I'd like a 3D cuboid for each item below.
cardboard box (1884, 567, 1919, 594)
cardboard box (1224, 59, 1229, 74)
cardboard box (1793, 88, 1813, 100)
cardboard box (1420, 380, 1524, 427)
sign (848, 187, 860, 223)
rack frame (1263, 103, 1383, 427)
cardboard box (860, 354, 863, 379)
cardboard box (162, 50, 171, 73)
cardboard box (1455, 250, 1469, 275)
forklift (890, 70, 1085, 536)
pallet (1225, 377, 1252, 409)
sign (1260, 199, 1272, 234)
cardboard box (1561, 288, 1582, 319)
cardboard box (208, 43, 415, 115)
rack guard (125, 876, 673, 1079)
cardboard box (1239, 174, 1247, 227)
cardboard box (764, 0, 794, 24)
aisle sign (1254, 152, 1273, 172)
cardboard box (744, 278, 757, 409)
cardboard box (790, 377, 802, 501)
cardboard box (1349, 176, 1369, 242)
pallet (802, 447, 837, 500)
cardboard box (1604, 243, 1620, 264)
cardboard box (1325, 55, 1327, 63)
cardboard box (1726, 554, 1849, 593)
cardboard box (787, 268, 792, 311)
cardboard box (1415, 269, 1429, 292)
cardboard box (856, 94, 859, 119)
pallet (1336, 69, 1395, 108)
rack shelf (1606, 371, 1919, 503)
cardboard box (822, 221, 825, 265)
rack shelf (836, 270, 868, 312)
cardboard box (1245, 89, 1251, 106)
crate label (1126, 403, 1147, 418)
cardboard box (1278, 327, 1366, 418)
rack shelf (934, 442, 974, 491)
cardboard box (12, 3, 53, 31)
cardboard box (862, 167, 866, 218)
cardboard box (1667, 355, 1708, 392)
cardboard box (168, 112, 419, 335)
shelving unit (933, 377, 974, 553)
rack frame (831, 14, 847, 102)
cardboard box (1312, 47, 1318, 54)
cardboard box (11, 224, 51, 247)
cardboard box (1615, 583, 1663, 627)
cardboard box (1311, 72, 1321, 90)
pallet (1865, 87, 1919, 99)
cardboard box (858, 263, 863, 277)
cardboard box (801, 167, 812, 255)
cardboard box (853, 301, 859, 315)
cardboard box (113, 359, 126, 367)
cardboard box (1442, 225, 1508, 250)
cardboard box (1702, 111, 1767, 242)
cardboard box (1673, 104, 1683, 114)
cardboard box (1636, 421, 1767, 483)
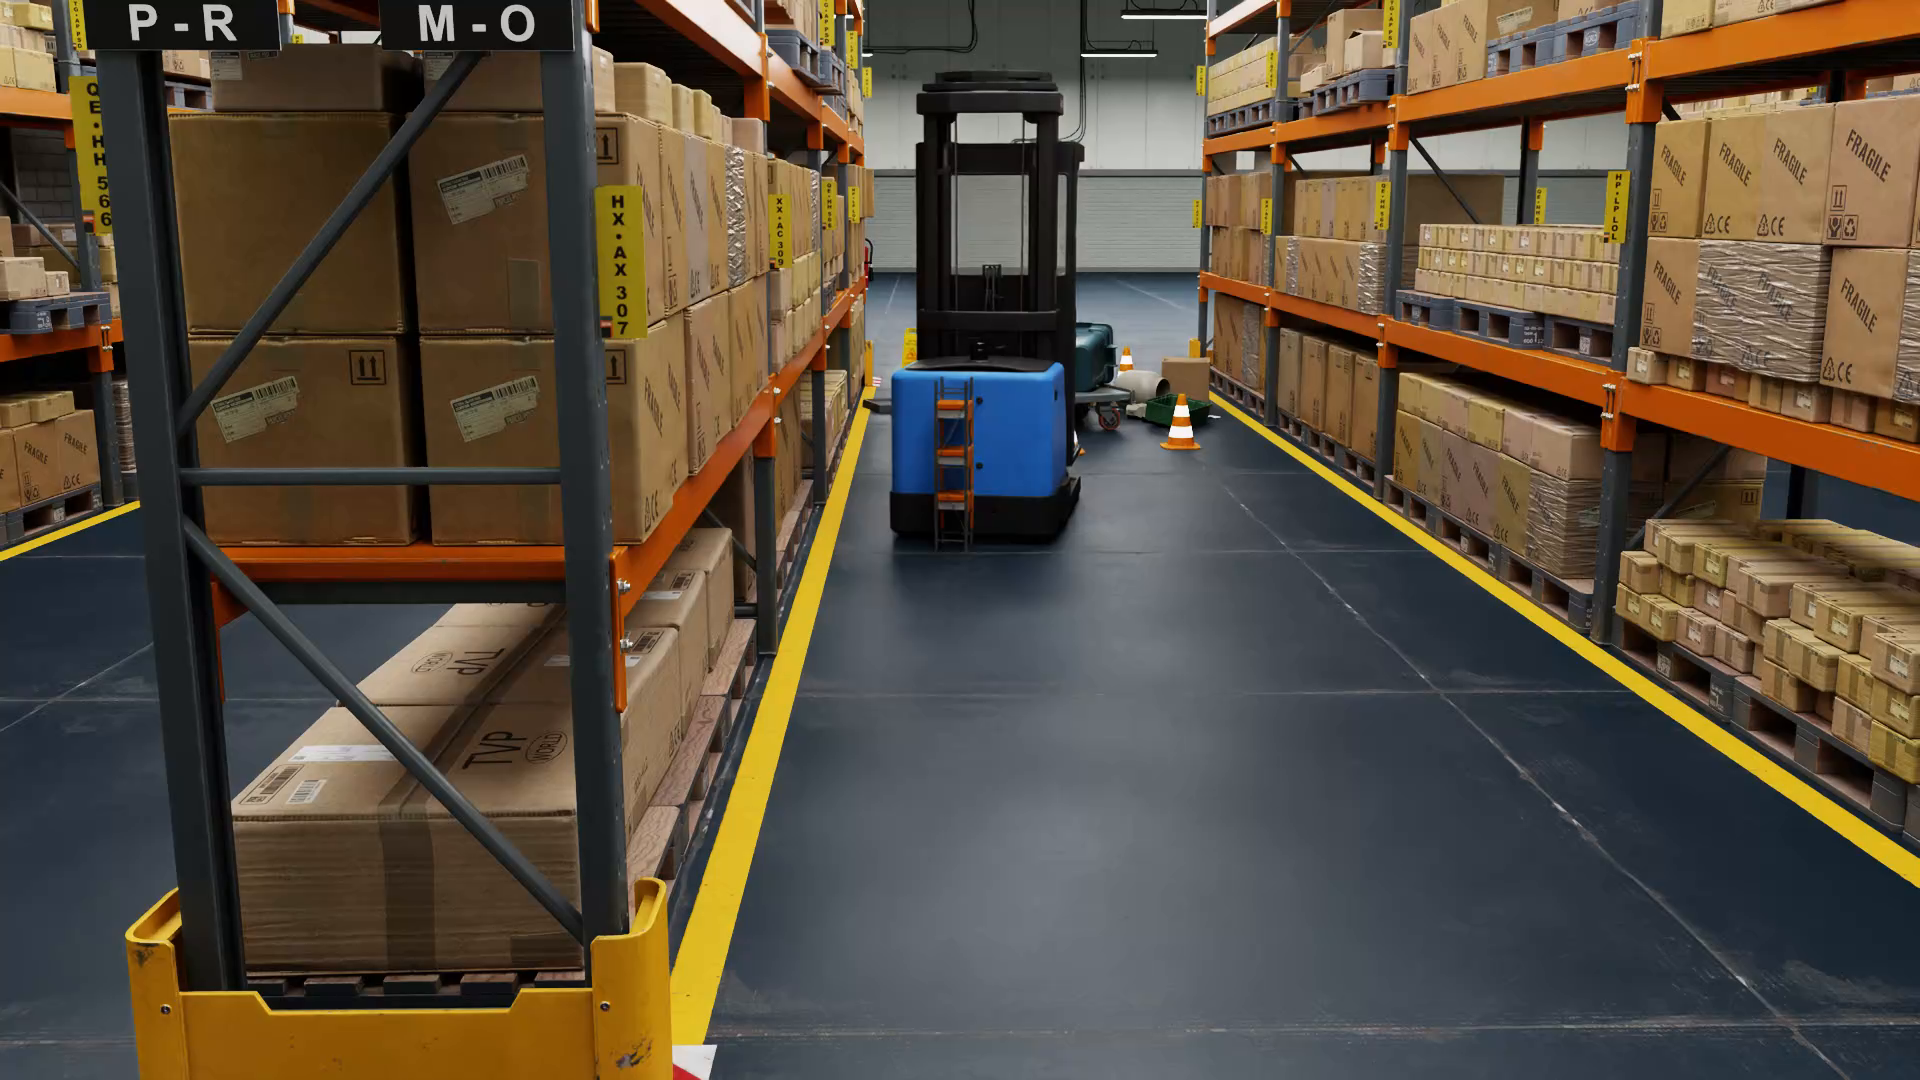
[{"bbox_3d":[3.930,0.206,6.617,0.380,0.149,0.250,-1,11,-4],"label":"cardboard box"},{"bbox_3d":[3.041,-5.077,17.814,0.380,0.149,0.250,0,11,-2],"label":"cardboard box"},{"bbox_3d":[8.080,-4.215,15.620,0.380,0.149,0.250,0,11,1],"label":"cardboard box"},{"bbox_3d":[3.280,-0.873,10.665,0.500,0.250,0.500,0,11,-2],"label":"cardboard box"},{"bbox_3d":[-0.978,-3.089,15.329,0.100,0.325,0.005,0,11,-1],"label":"sign"},{"bbox_3d":[3.414,-2.559,15.629,1.000,3.000,0.127,0,11,-1],"label":"rack frame"},{"bbox_3d":[-1.327,-1.910,18.286,0.500,0.250,0.500,0,11,-1],"label":"cardboard box"},{"bbox_3d":[-6.294,-3.721,12.254,0.700,0.500,0.500,0,11,-2],"label":"cardboard box"},{"bbox_3d":[3.328,-1.738,10.411,0.380,0.149,0.250,0,11,-1],"label":"cardboard box"},{"bbox_3d":[0.281,-1.707,11.601,1.130,2.935,3.031,2,12,8],"label":"forklift"},{"bbox_3d":[3.449,-1.587,17.851,1.003,0.211,1.213,0,11,-1],"label":"pallet"},{"bbox_3d":[2.860,-3.020,15.522,0.100,0.325,0.005,0,11,-1],"label":"sign"},{"bbox_3d":[3.364,-1.231,8.658,0.380,0.149,0.250,0,11,-1],"label":"cardboard box"},{"bbox_3d":[-1.492,-1.061,3.846,0.380,0.149,0.250,0,11,0],"label":"cardboard box"},{"bbox_3d":[-1.284,1.097,3.897,1.175,0.500,0.348,0,11,-1],"label":"rack guard"},{"bbox_3d":[3.421,-3.557,17.457,0.875,0.550,0.500,0,11,-1],"label":"cardboard box"},{"bbox_3d":[-1.043,-2.743,8.521,0.380,0.166,0.250,-1,12,-5],"label":"cardboard box"},{"bbox_3d":[3.630,-4.644,19.365,0.394,0.787,0.004,0,11,-1],"label":"aisle sign"},{"bbox_3d":[-1.086,-0.784,6.628,0.500,0.500,0.500,-1,11,-3],"label":"cardboard box"},{"bbox_3d":[-1.519,-0.750,11.002,0.875,0.875,0.875,0,11,-2],"label":"cardboard box"},{"bbox_3d":[3.473,-2.595,13.039,0.700,0.500,0.500,0,11,-2],"label":"cardboard box"},{"bbox_3d":[-1.465,-0.512,12.553,1.003,0.211,1.213,0,11,-1],"label":"pallet"},{"bbox_3d":[3.376,-1.422,8.104,0.380,0.149,0.250,0,11,1],"label":"cardboard box"},{"bbox_3d":[3.684,-4.455,15.749,0.500,0.250,0.500,0,11,-1],"label":"cardboard box"},{"bbox_3d":[3.409,0.157,6.858,0.380,0.149,0.250,-1,11,-3],"label":"cardboard box"},{"bbox_3d":[-1.133,-1.292,8.504,0.500,0.250,0.500,0,11,0],"label":"cardboard box"},{"bbox_3d":[3.304,-1.757,11.250,0.380,0.149,0.250,0,11,-2],"label":"cardboard box"},{"bbox_3d":[-1.298,-4.452,17.044,0.500,0.250,0.500,0,11,-1],"label":"cardboard box"},{"bbox_3d":[3.431,-3.269,12.060,1.213,0.211,1.003,0,11,1],"label":"pallet"},{"bbox_3d":[3.621,-0.219,5.902,1.077,0.370,4.000,0,11,-1],"label":"rack shelf"},{"bbox_3d":[-1.228,-2.215,11.875,0.500,0.500,0.500,-1,11,-3],"label":"cardboard box"},{"bbox_3d":[-1.574,-2.564,17.461,1.077,0.370,4.000,0,11,-1],"label":"rack shelf"},{"bbox_3d":[3.066,-4.434,16.650,0.380,0.149,0.250,0,11,0],"label":"cardboard box"},{"bbox_3d":[1.799,-1.283,16.536,0.298,0.136,0.250,-10,15,-40],"label":"crate label"},{"bbox_3d":[3.517,-1.539,15.205,1.050,0.750,0.750,0,11,-1],"label":"cardboard box"},{"bbox_3d":[-0.037,-0.453,10.207,0.215,0.259,0.240,2,12,8],"label":"rack shelf"},{"bbox_3d":[-6.110,-3.373,10.723,0.380,0.149,0.250,0,11,1],"label":"cardboard box"},{"bbox_3d":[-1.297,-3.493,16.720,0.700,0.500,0.500,0,11,-2],"label":"cardboard box"},{"bbox_3d":[3.338,-0.737,7.280,0.380,0.149,0.250,0,11,1],"label":"cardboard box"},{"bbox_3d":[-1.533,-0.767,4.030,0.500,0.500,0.500,0,11,1],"label":"cardboard box"},{"bbox_3d":[-0.037,-0.464,10.205,0.215,1.050,0.252,2,12,8],"label":"shelving unit"},{"bbox_3d":[-1.532,-5.459,14.833,1.000,3.000,0.127,0,11,-1],"label":"rack frame"},{"bbox_3d":[3.724,-4.828,16.587,0.380,0.149,0.250,0,11,-1],"label":"cardboard box"},{"bbox_3d":[-6.621,-2.133,11.647,0.380,0.149,0.250,0,11,1],"label":"cardboard box"},{"bbox_3d":[3.266,0.296,7.669,0.380,0.149,0.250,-1,11,-4],"label":"cardboard box"},{"bbox_3d":[3.188,-3.954,14.283,0.250,0.149,0.380,0,11,-1],"label":"cardboard box"},{"bbox_3d":[8.306,-3.608,13.728,1.213,0.211,1.003,0,11,-1],"label":"pallet"},{"bbox_3d":[-1.258,-2.965,18.263,0.380,0.149,0.250,0,11,0],"label":"cardboard box"},{"bbox_3d":[-1.155,-1.960,9.911,0.500,0.500,0.500,0,11,-1],"label":"cardboard box"},{"bbox_3d":[-1.238,-2.362,16.997,0.380,0.149,0.250,0,11,2],"label":"cardboard box"},{"bbox_3d":[-6.447,-1.132,13.512,0.875,0.625,0.625,-1,11,-4],"label":"cardboard box"},{"bbox_3d":[3.322,-1.943,10.673,0.380,0.149,0.250,0,11,-1],"label":"cardboard box"},{"bbox_3d":[3.371,-1.460,6.697,0.500,0.500,0.500,-1,11,-3],"label":"cardboard box"},{"bbox_3d":[8.039,-4.735,18.183,0.380,0.149,0.250,0,11,1],"label":"cardboard box"},{"bbox_3d":[3.829,-0.465,8.652,0.500,0.250,0.500,-1,11,-4],"label":"cardboard box"}]
